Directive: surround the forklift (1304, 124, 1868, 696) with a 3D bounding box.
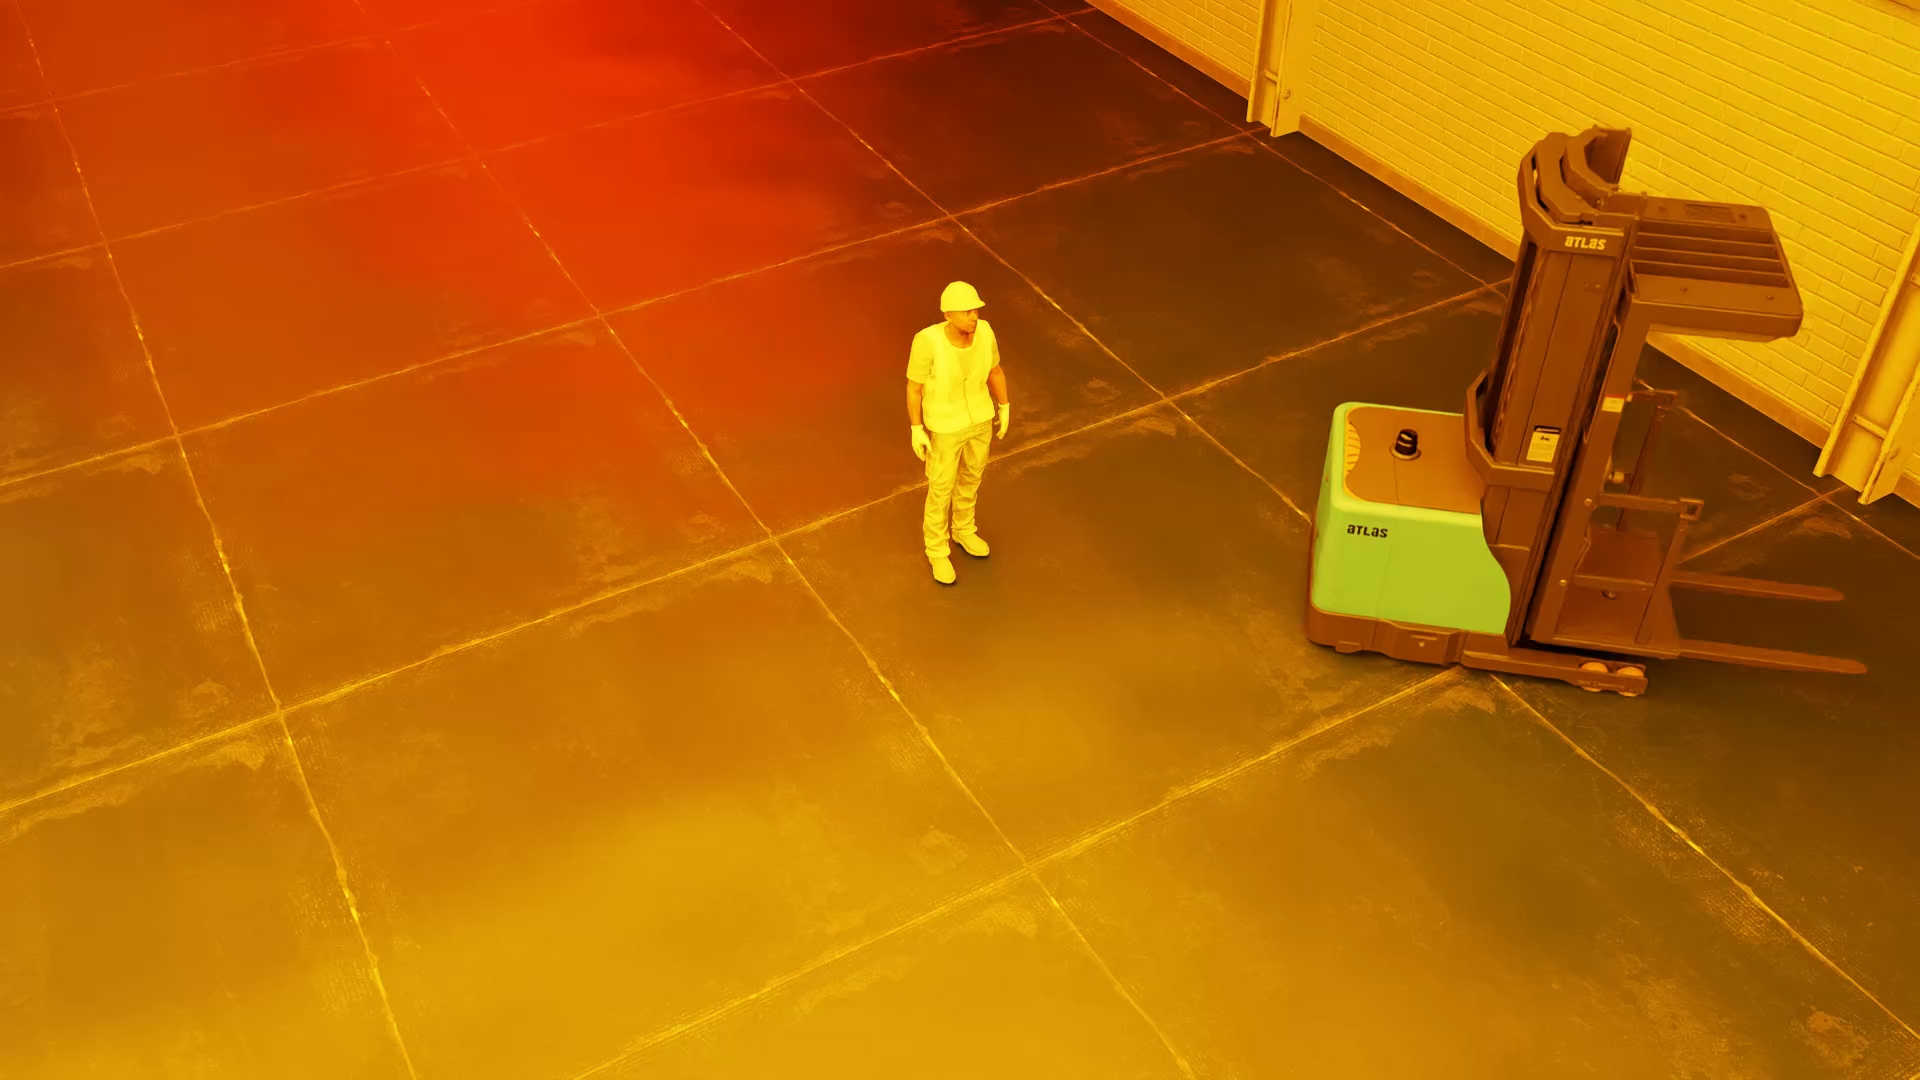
[{"bbox_3d":[3.554,-0.628,8.793,3.031,2.935,1.130,7,40,9],"label":"forklift"}]

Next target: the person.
[{"bbox_3d":[0.030,-0.647,9.709,0.656,1.779,0.574,-20,44,-23],"label":"person"}]
